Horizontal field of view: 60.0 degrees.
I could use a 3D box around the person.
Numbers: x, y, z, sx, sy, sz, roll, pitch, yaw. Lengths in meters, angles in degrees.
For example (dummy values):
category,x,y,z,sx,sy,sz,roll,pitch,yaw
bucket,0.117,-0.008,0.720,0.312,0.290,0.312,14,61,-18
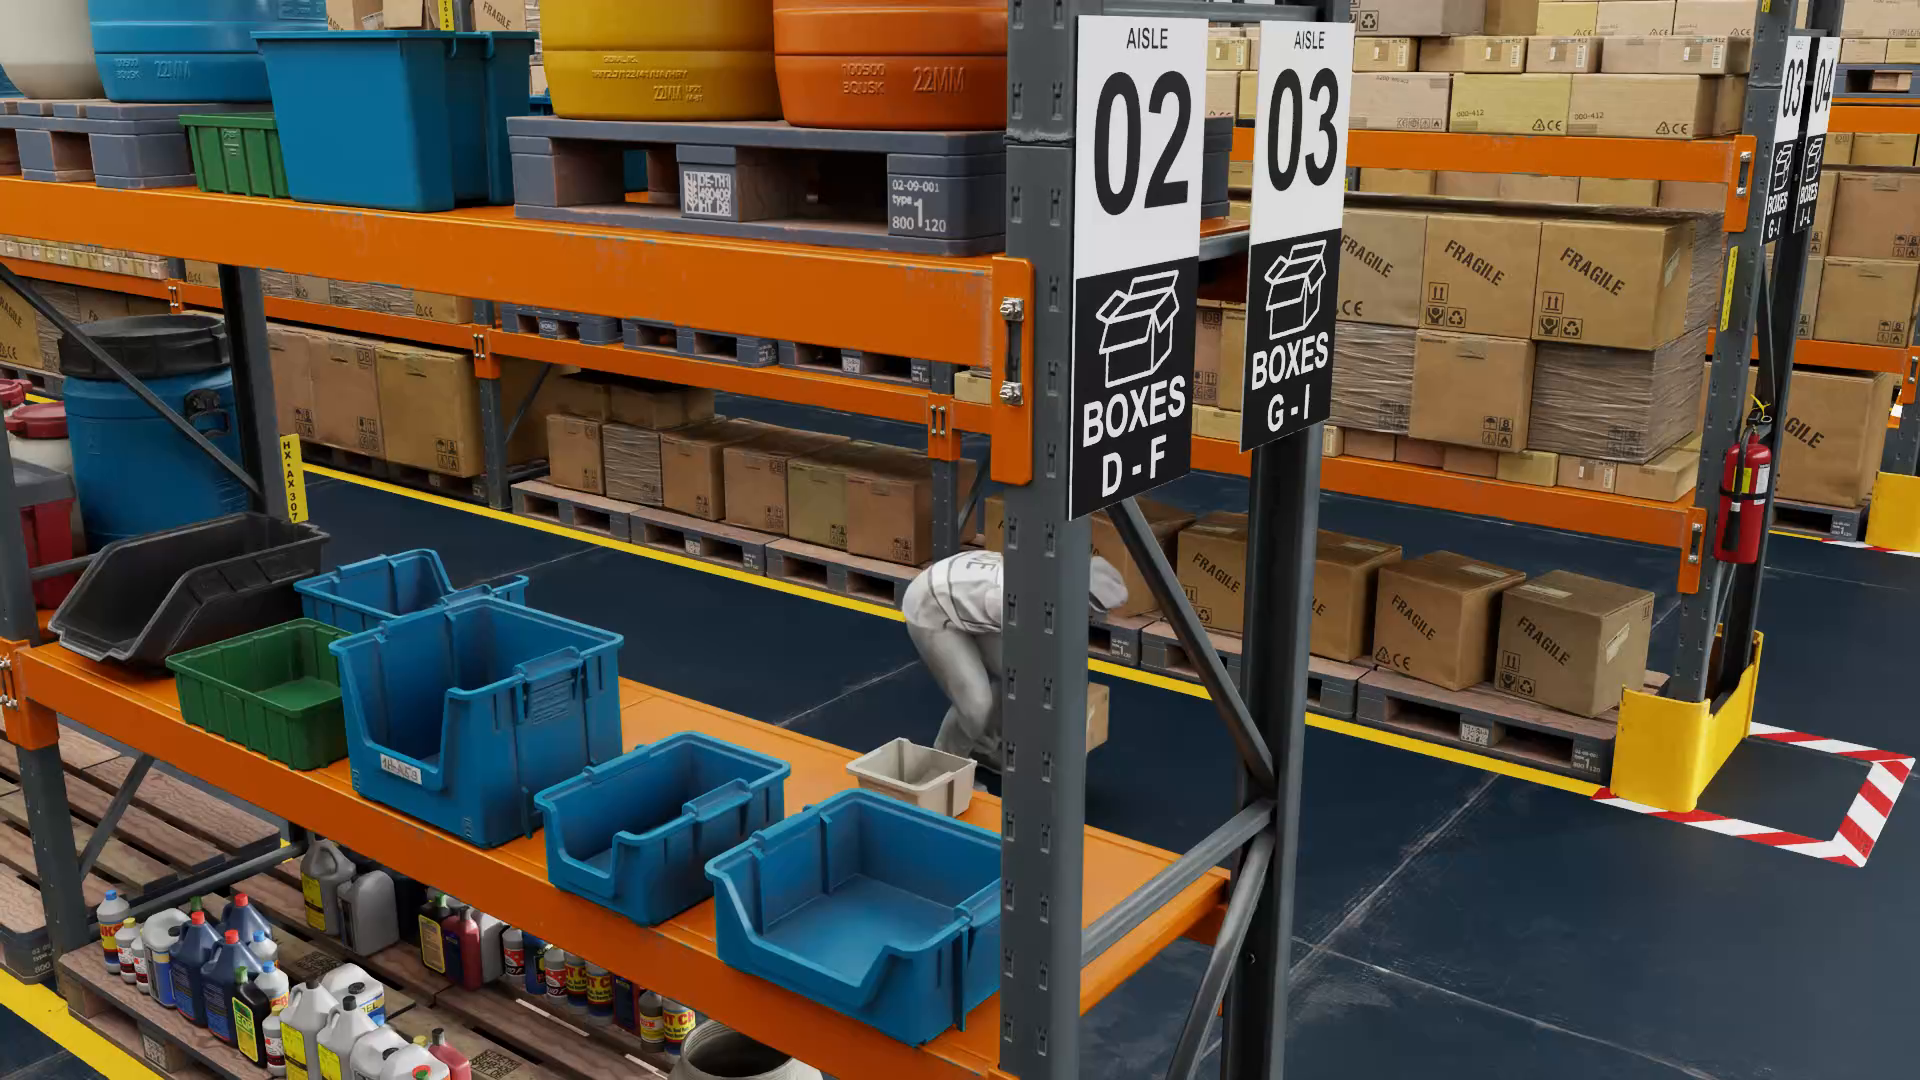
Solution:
category,x,y,z,sx,sy,sz,roll,pitch,yaw
person,0.234,0.567,7.209,1.032,1.130,0.530,11,20,32
